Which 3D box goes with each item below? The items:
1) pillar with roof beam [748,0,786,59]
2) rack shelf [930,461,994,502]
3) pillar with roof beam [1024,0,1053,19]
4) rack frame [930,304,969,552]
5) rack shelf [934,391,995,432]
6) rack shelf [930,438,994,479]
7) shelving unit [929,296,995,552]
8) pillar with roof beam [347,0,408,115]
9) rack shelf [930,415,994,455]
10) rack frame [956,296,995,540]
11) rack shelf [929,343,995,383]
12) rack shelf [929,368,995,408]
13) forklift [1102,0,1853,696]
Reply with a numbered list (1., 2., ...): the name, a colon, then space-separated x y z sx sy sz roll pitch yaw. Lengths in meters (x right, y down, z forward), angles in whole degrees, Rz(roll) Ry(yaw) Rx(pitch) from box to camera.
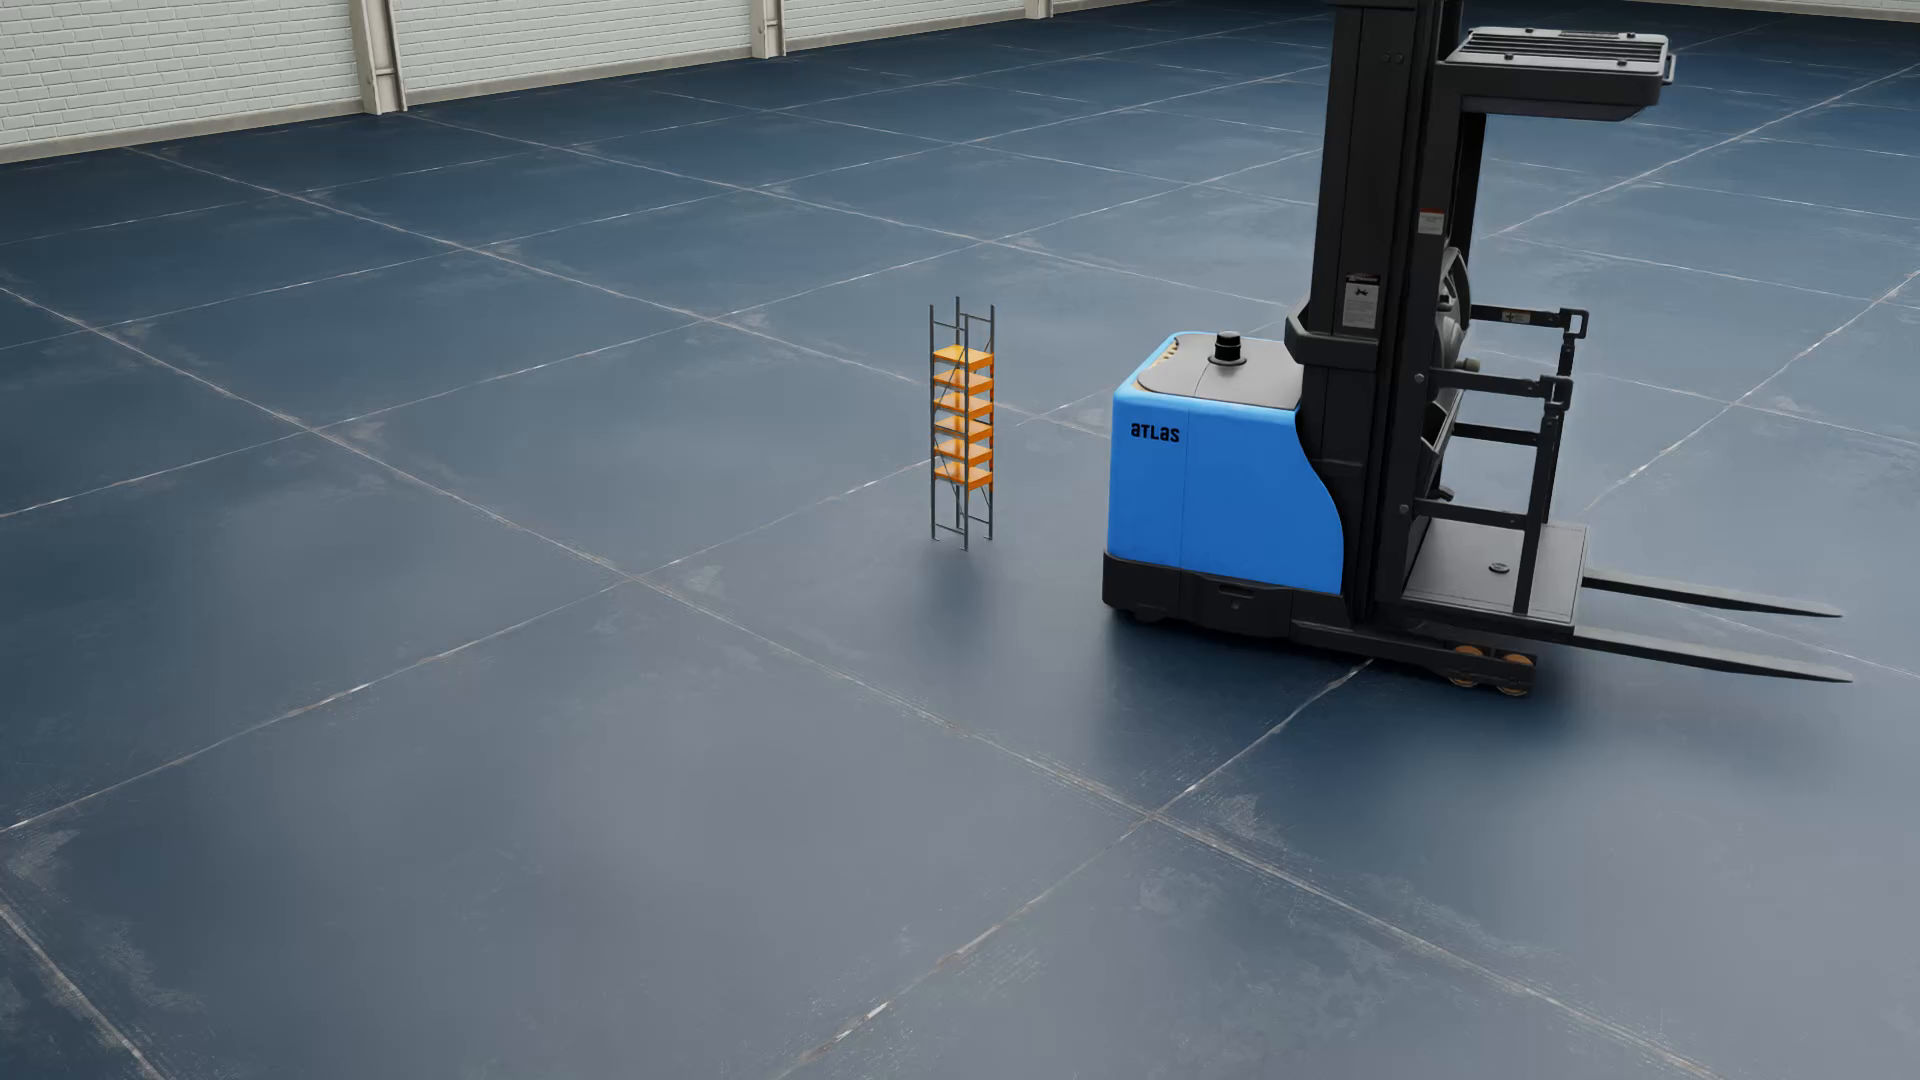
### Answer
1. pillar with roof beam: 0.502 -9.767 19.035 9.100 9.000 0.400 20 31 38
2. rack shelf: 0.010 -0.292 8.131 0.258 0.103 0.180 20 31 38
3. pillar with roof beam: 4.506 -11.595 23.112 9.100 9.000 0.400 20 31 38
4. rack frame: -0.051 -0.524 7.952 0.240 1.200 0.006 20 31 38
5. rack shelf: 0.010 -0.621 7.983 0.258 0.103 0.180 20 31 38
6. rack shelf: 0.010 -0.402 8.082 0.258 0.103 0.180 20 31 38
7. shelving unit: 0.010 -0.552 8.014 0.258 1.200 0.189 20 31 38
8. pillar with roof beam: -3.503 -7.939 14.958 9.100 9.000 0.400 20 31 38
9. rack shelf: 0.010 -0.511 8.033 0.258 0.103 0.180 20 31 38
10. rack frame: 0.071 -0.580 8.077 0.240 1.200 0.006 20 31 38
11. rack shelf: 0.010 -0.840 7.885 0.258 0.103 0.180 20 31 38
12. rack shelf: 0.010 -0.730 7.934 0.258 0.103 0.180 20 31 38
13. forklift: 2.207 -0.945 6.776 3.031 2.935 1.130 10 26 20
